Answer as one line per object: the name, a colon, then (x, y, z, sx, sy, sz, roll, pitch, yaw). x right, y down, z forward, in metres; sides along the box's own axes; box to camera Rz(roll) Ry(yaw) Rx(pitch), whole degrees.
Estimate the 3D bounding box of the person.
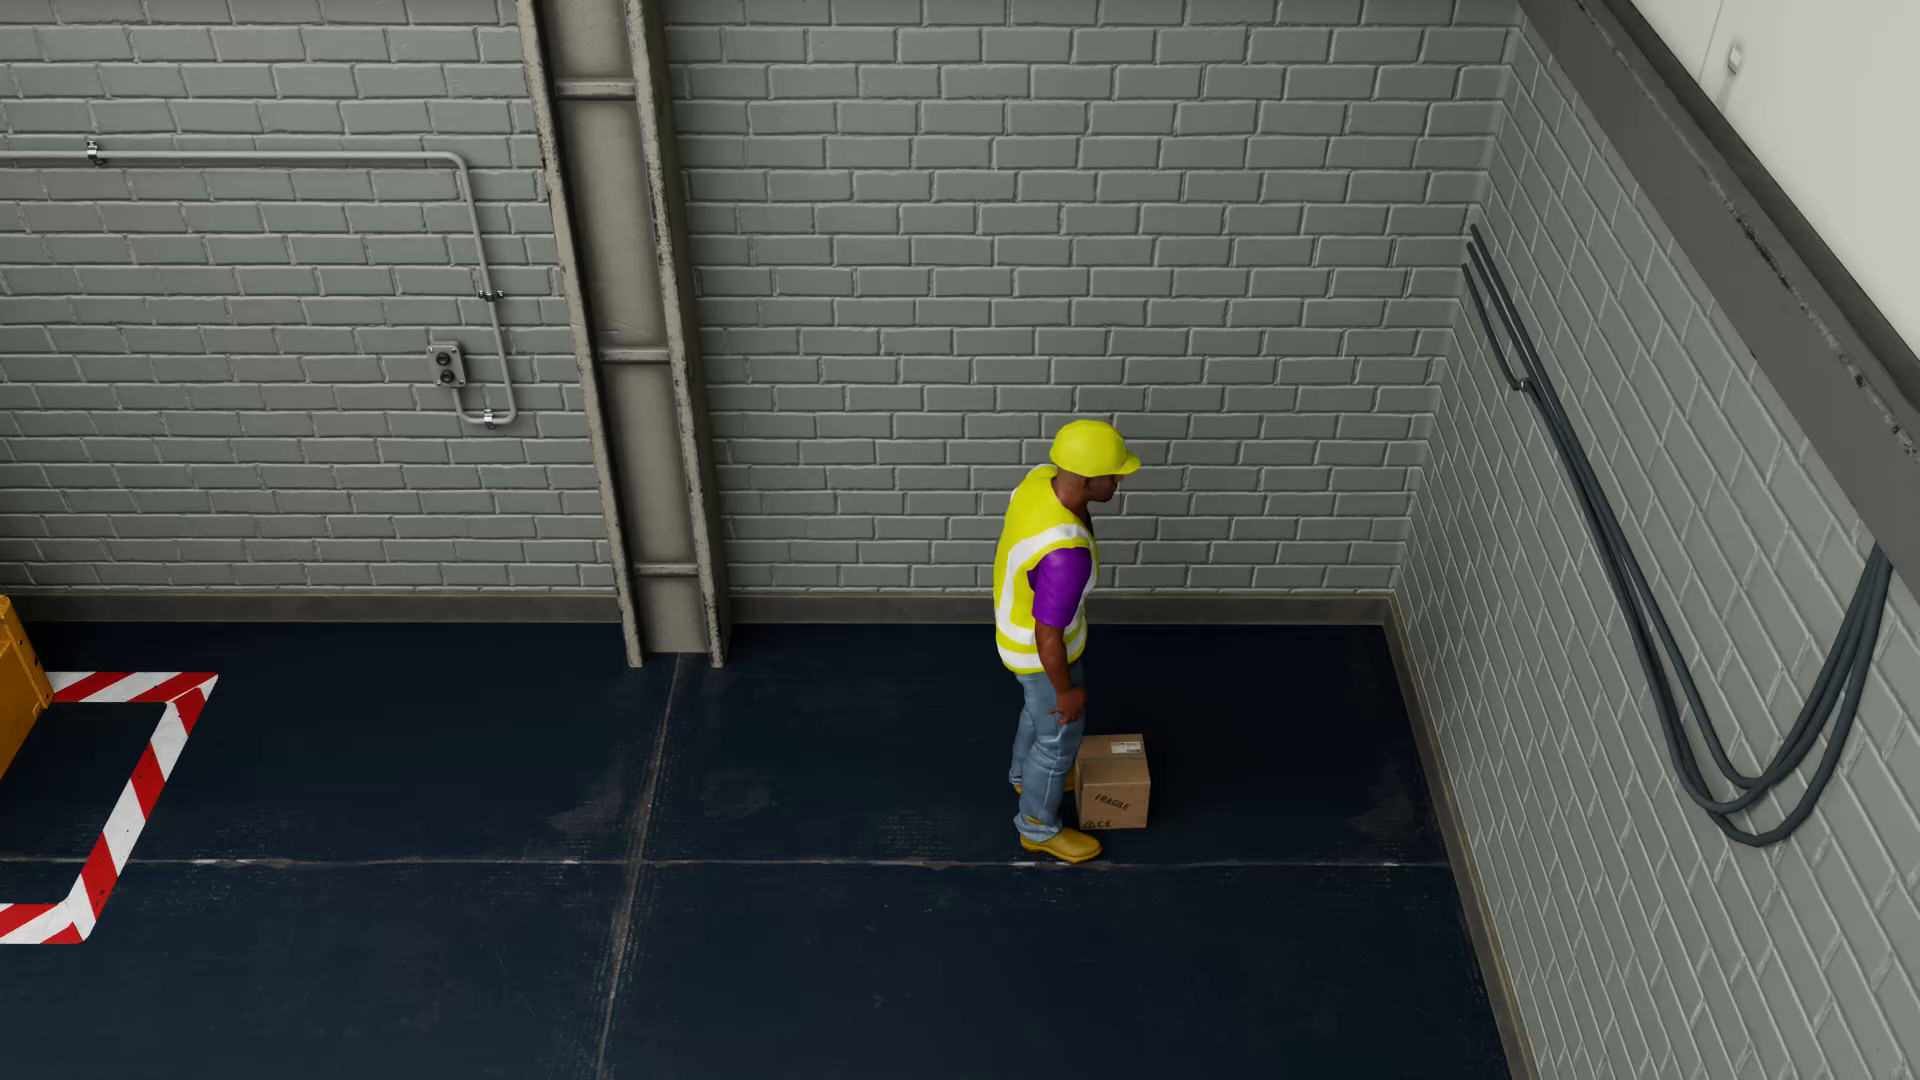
person: (0.344, 0.330, 5.738, 0.462, 1.761, 0.628, 0, 39, 0)
